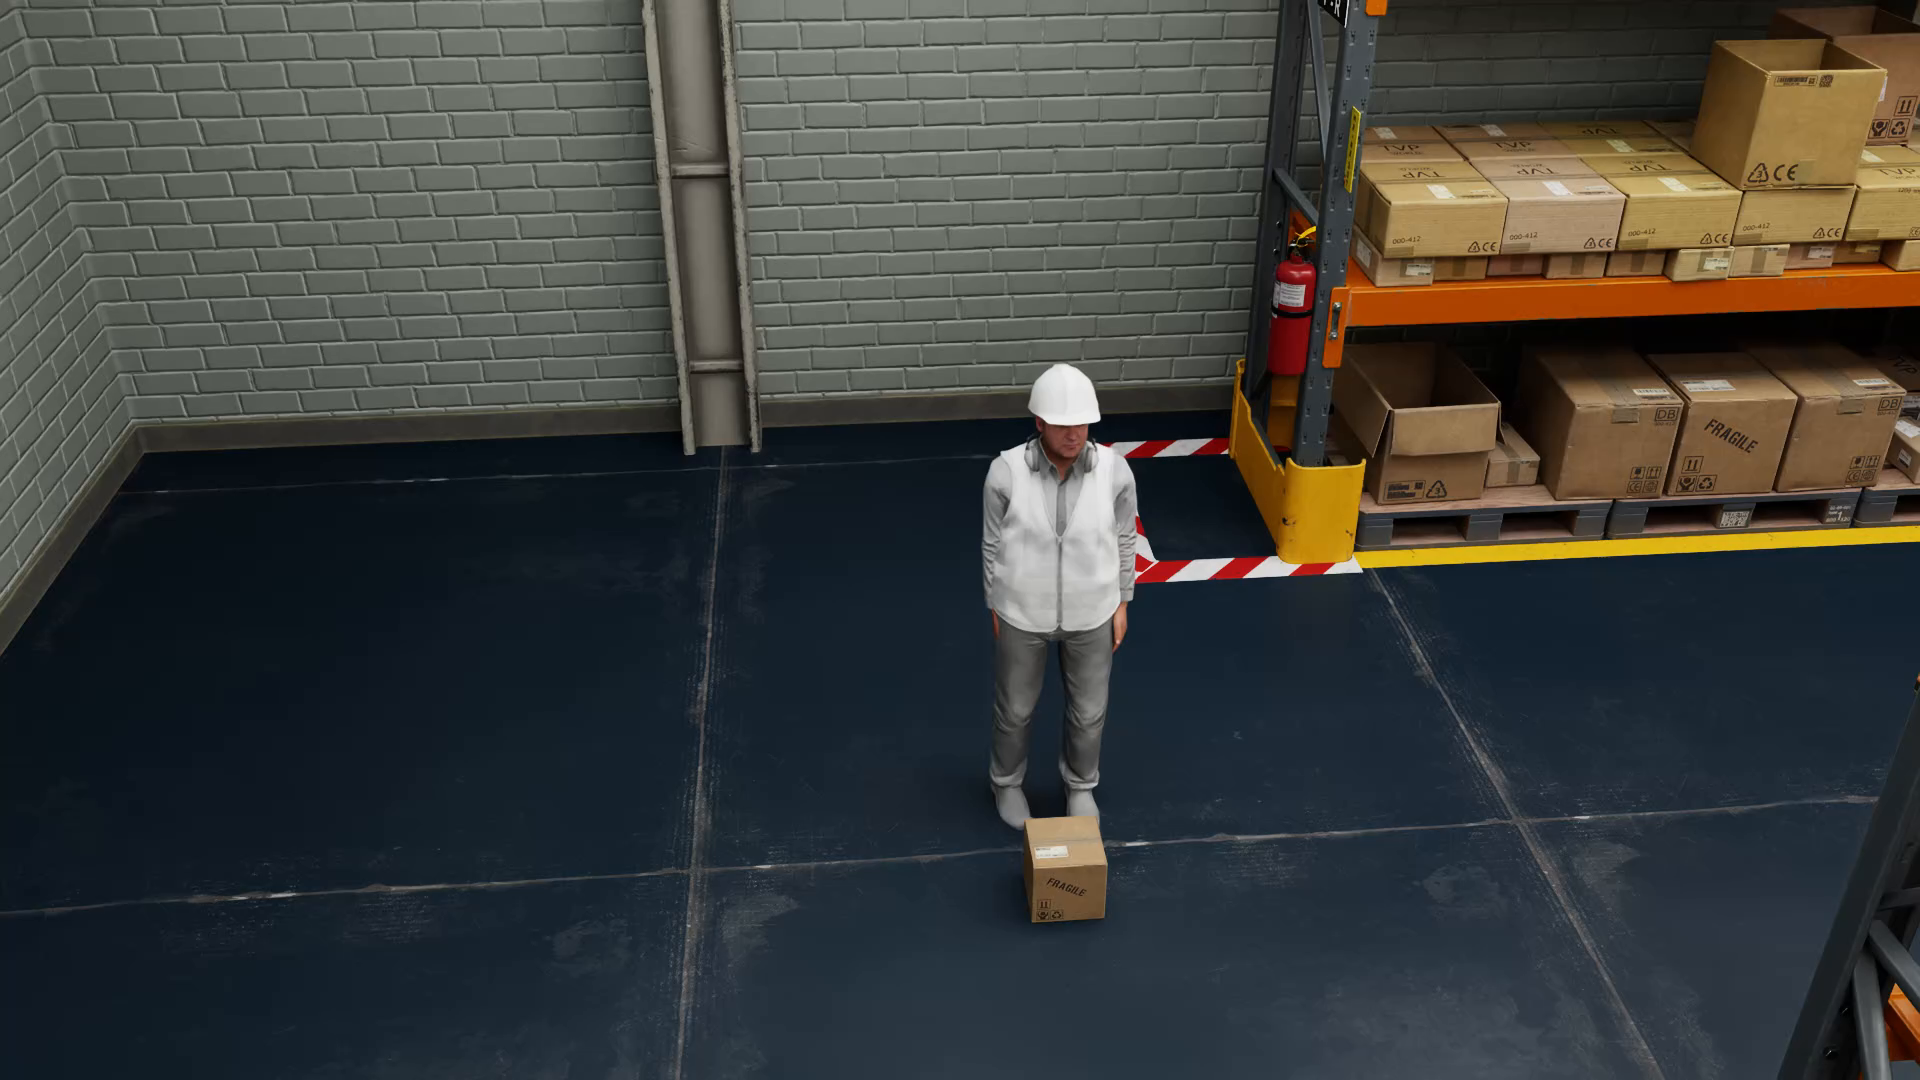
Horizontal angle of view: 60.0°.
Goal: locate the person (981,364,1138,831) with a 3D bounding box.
[{"bbox_3d":[0.339,0.241,5.730,0.532,1.787,0.366,-2,31,-3],"label":"person"}]
